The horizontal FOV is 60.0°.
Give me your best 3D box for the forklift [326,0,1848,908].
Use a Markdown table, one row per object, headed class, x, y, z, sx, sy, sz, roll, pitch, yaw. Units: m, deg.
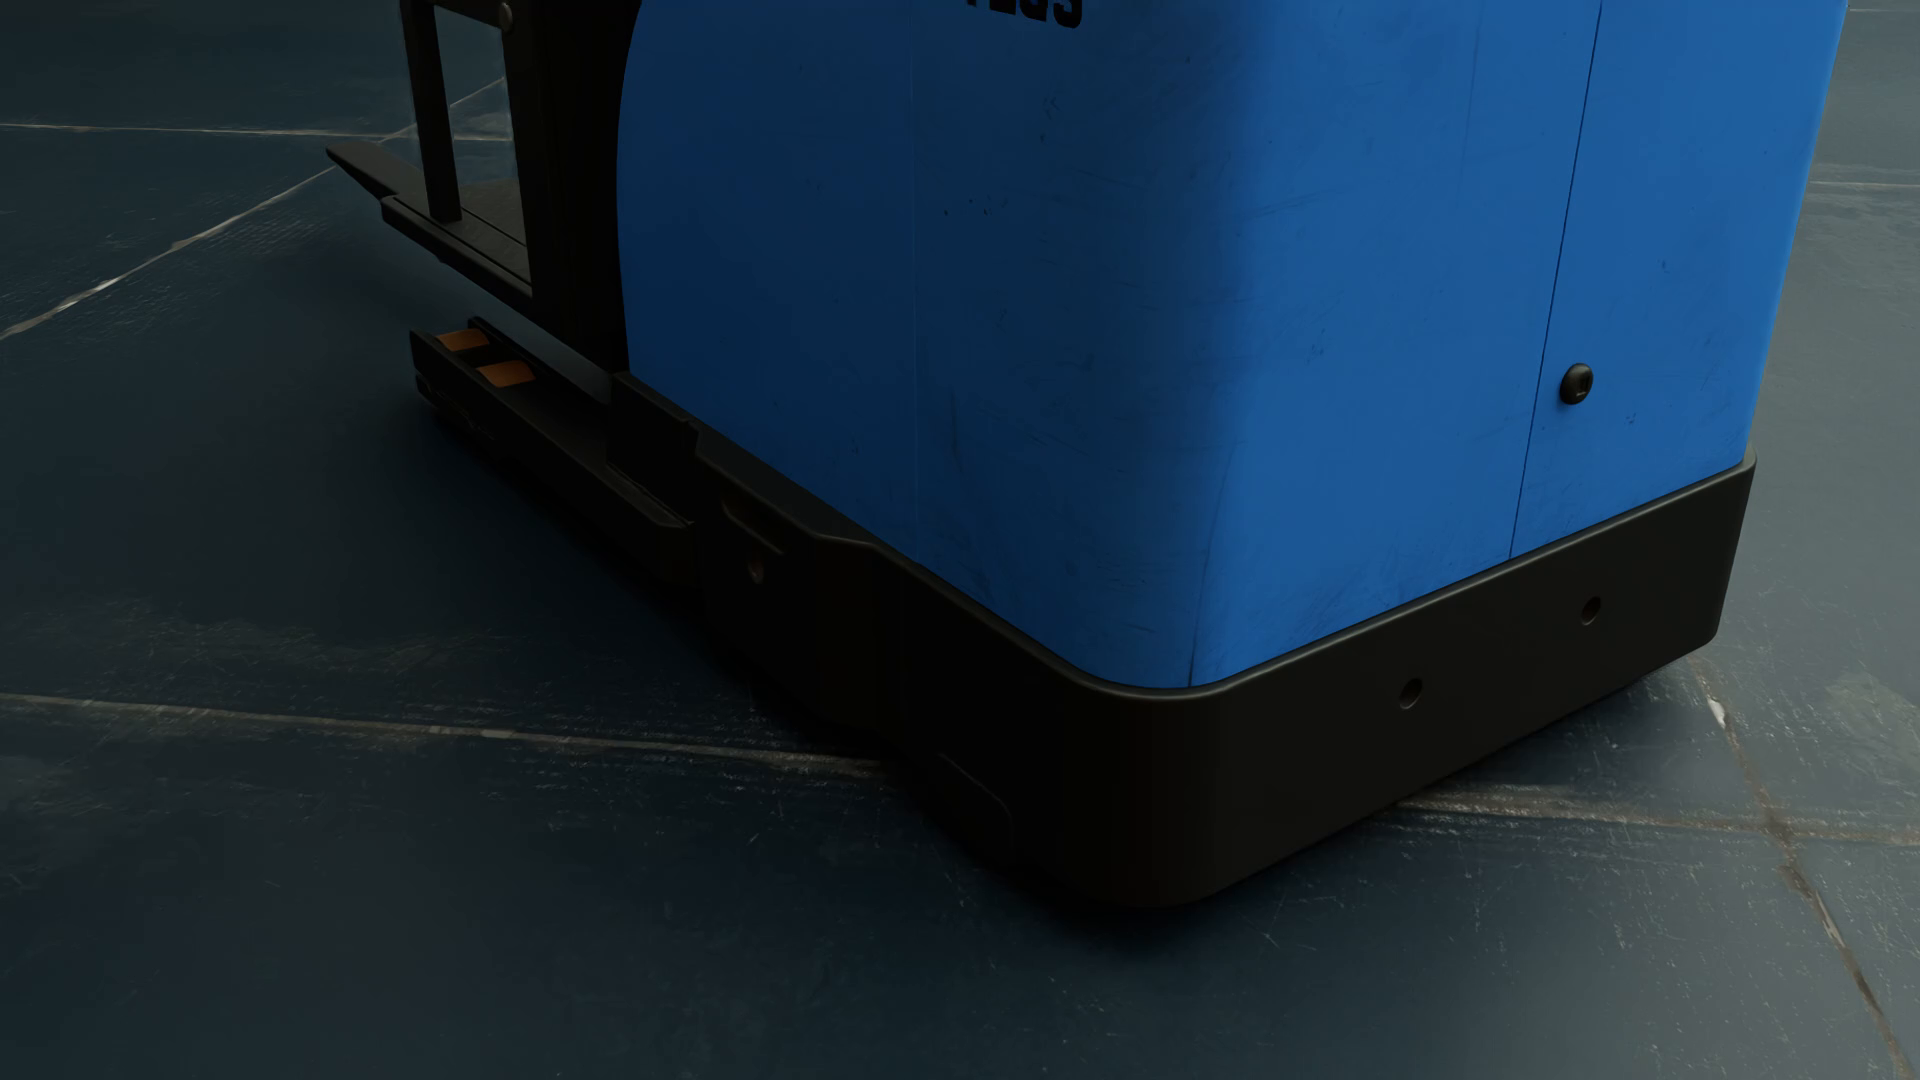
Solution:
| class | x | y | z | sx | sy | sz | roll | pitch | yaw |
| --- | --- | --- | --- | --- | --- | --- | --- | --- | --- |
| forklift | -0.296 | -1.555 | 2.334 | 1.130 | 2.935 | 3.031 | -18 | 32 | -31 |
